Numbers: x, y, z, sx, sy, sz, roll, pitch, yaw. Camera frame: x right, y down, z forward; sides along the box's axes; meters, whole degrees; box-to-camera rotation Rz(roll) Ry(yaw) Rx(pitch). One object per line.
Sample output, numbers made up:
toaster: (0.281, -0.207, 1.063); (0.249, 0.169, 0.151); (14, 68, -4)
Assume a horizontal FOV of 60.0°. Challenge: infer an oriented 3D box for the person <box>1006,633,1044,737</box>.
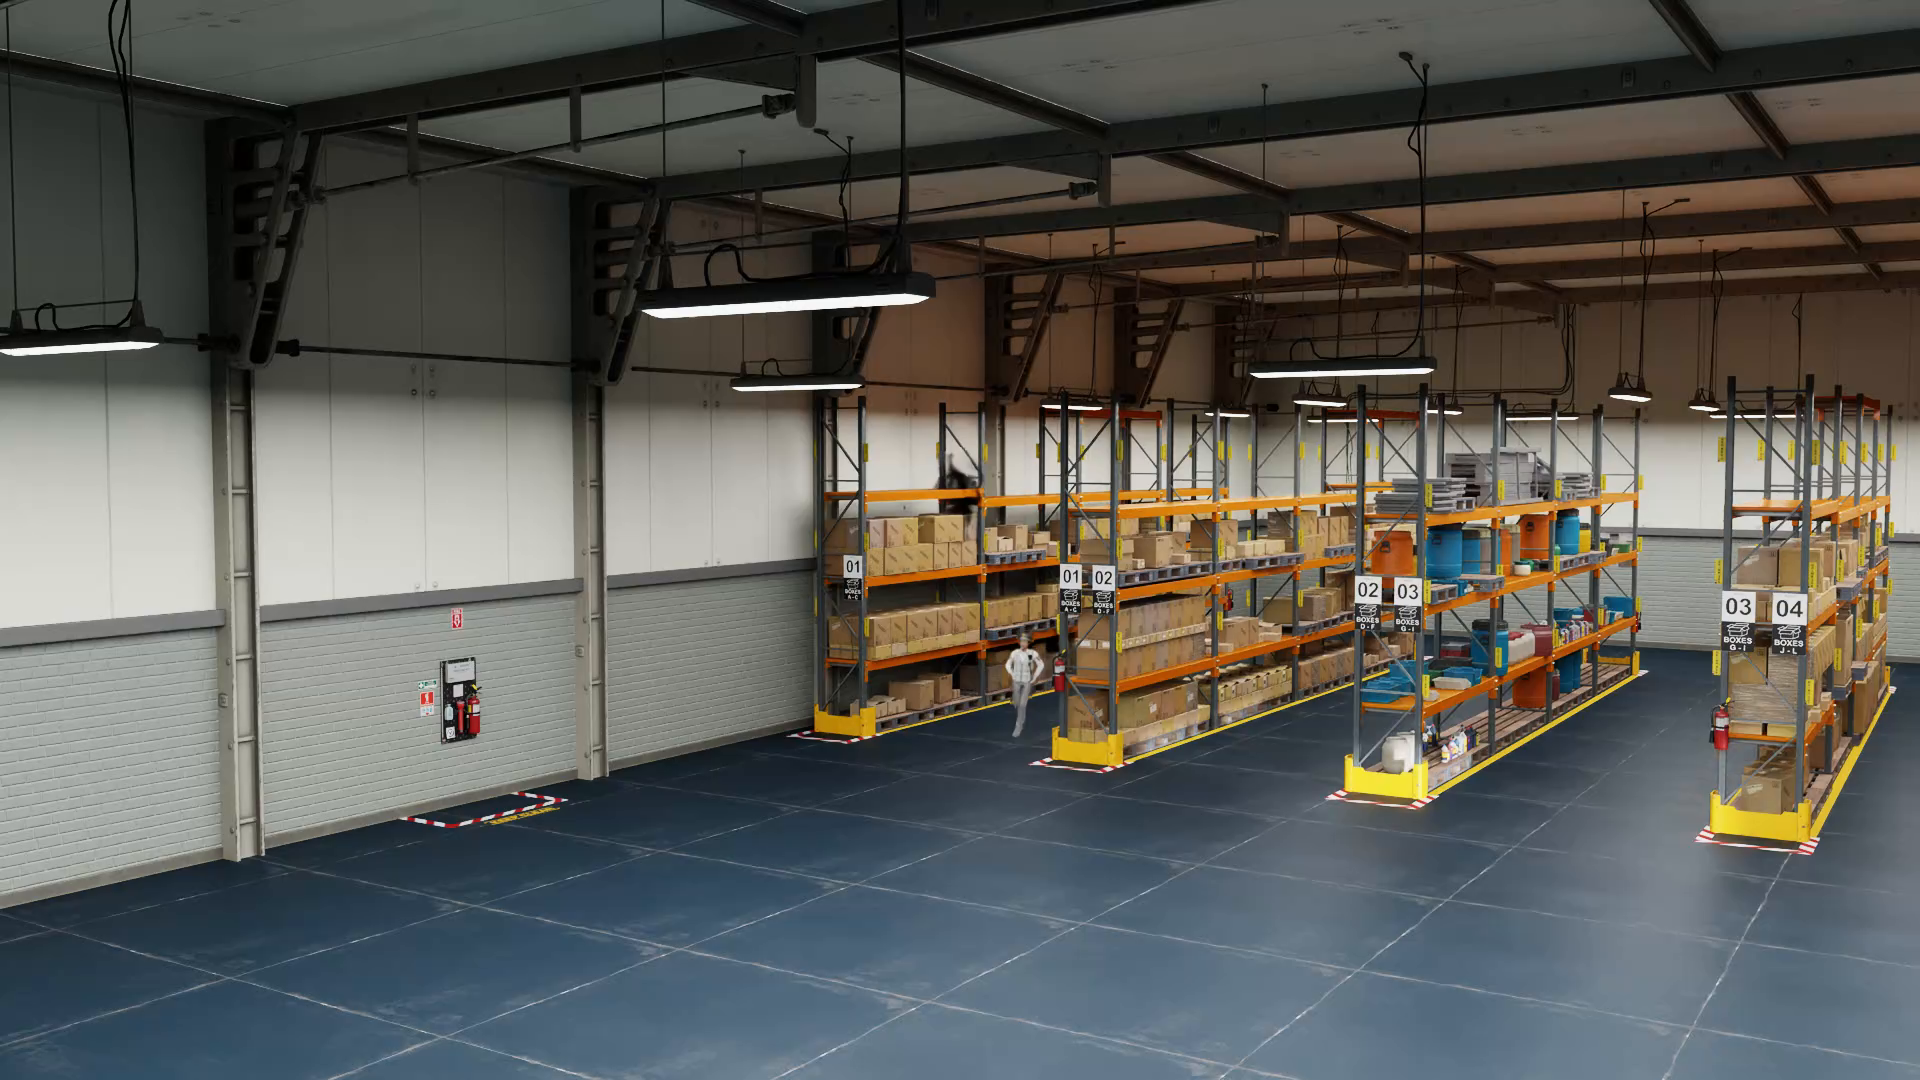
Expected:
person: (1.093, 2.427, 28.168); (0.648, 1.730, 0.736); (1, 3, 17)
